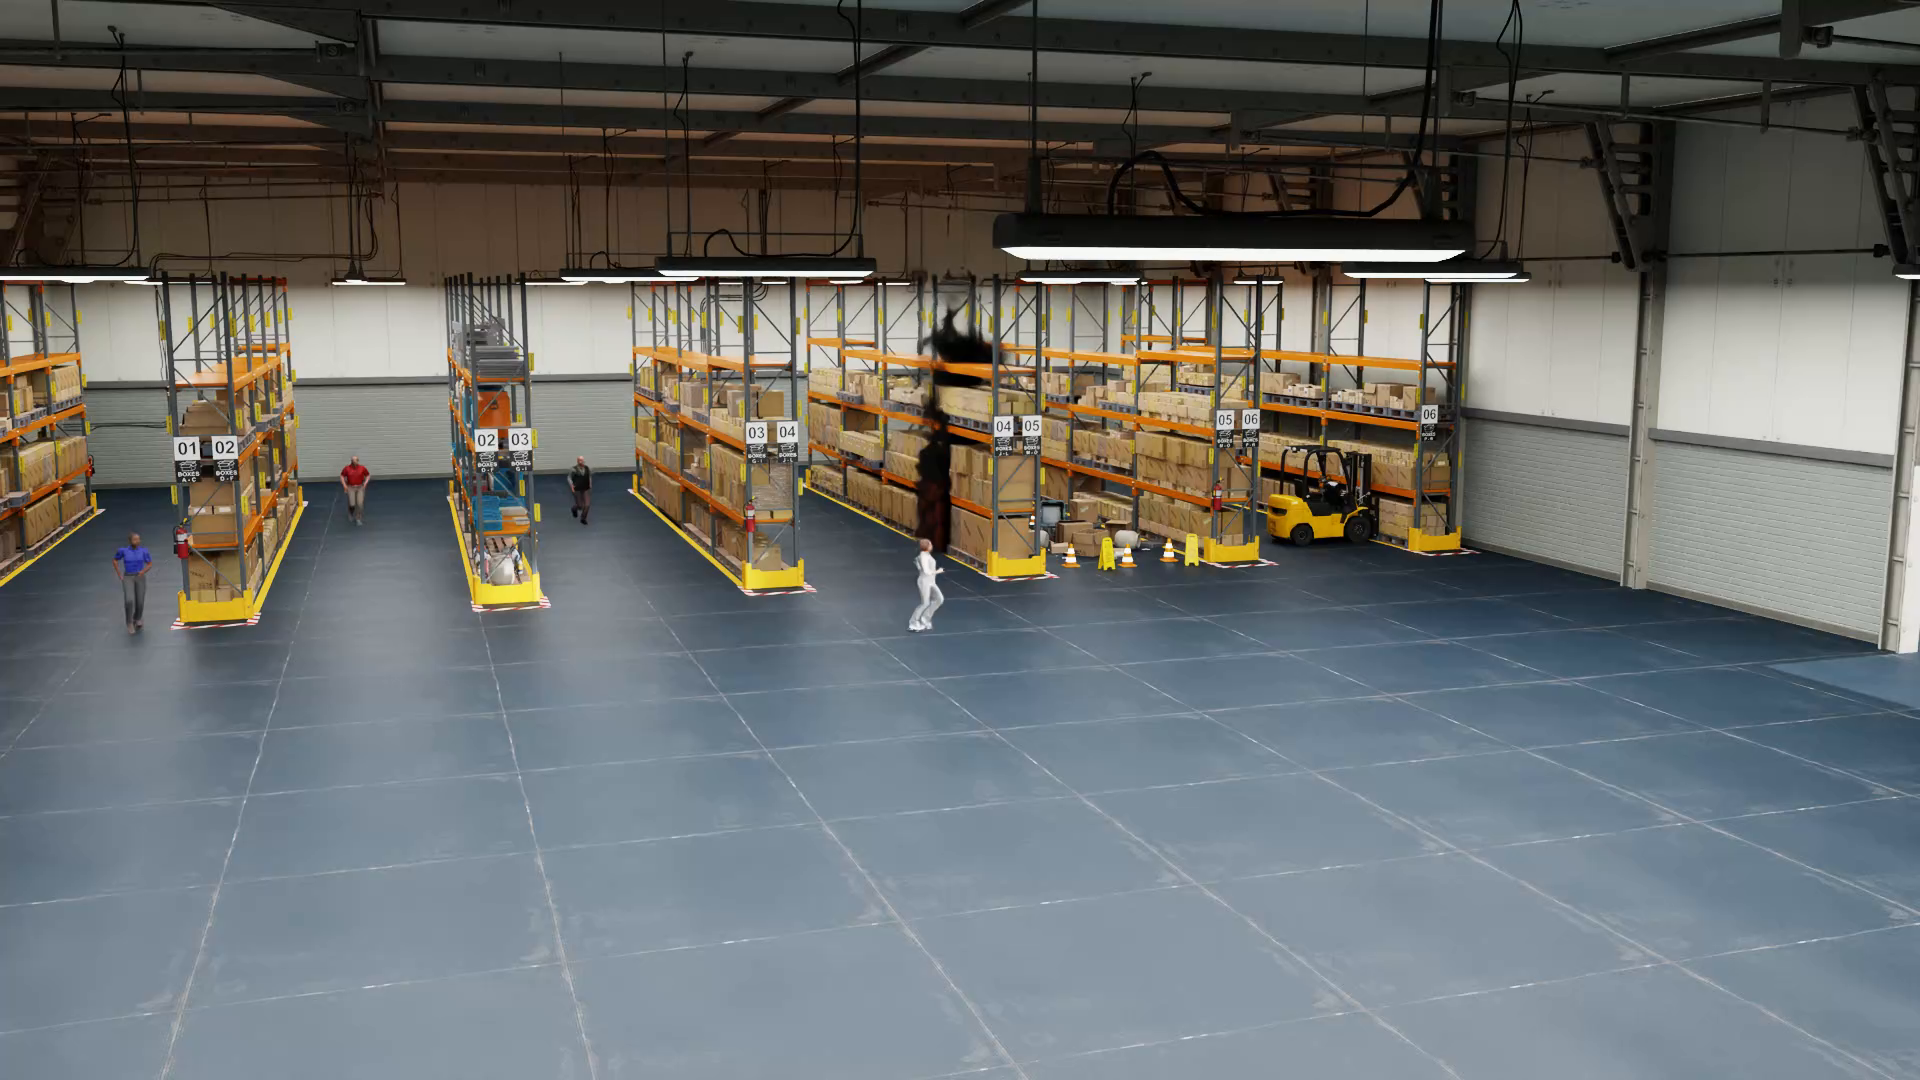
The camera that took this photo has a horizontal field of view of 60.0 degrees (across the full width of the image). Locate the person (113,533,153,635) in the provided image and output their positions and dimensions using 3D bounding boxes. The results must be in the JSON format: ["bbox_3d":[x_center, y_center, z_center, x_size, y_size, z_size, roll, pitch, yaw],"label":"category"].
[{"bbox_3d":[-13.894,0.713,28.004,0.581,1.691,0.707,-6,10,-34],"label":"person"}]

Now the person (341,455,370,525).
[{"bbox_3d":[-14.728,-1.221,40.582,0.677,1.695,0.597,-4,9,-25],"label":"person"}]

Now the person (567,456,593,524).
[{"bbox_3d":[-9.294,-1.233,40.738,0.647,1.675,0.637,-5,10,-30],"label":"person"}]

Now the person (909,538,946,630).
[{"bbox_3d":[-0.555,0.750,27.825,0.630,1.578,0.510,2,9,12],"label":"person"}]
